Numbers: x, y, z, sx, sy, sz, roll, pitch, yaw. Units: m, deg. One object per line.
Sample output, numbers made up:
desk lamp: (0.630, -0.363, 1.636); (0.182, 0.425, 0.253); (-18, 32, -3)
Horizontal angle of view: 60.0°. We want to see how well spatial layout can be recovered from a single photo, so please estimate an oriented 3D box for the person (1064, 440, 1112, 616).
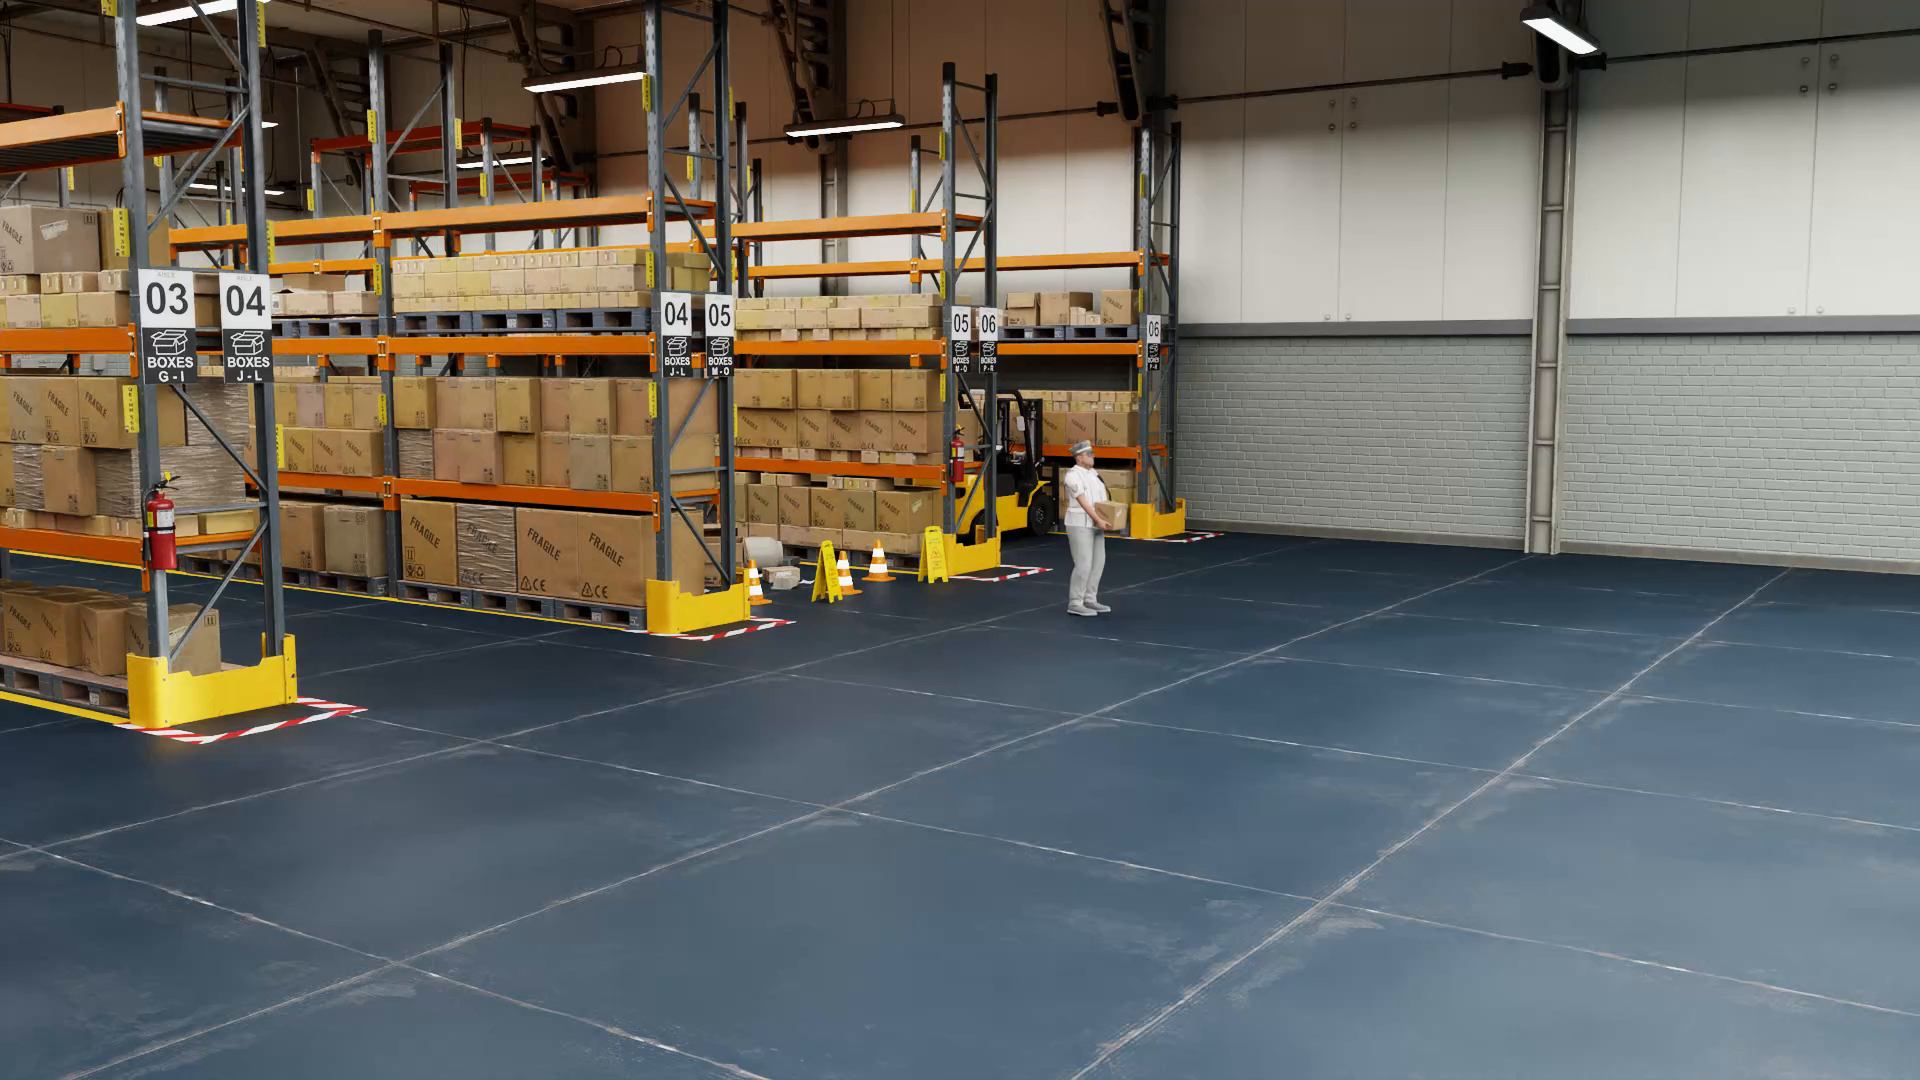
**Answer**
person: (1.357, -0.133, 16.863); (0.573, 1.767, 0.493); (4, 8, 34)
